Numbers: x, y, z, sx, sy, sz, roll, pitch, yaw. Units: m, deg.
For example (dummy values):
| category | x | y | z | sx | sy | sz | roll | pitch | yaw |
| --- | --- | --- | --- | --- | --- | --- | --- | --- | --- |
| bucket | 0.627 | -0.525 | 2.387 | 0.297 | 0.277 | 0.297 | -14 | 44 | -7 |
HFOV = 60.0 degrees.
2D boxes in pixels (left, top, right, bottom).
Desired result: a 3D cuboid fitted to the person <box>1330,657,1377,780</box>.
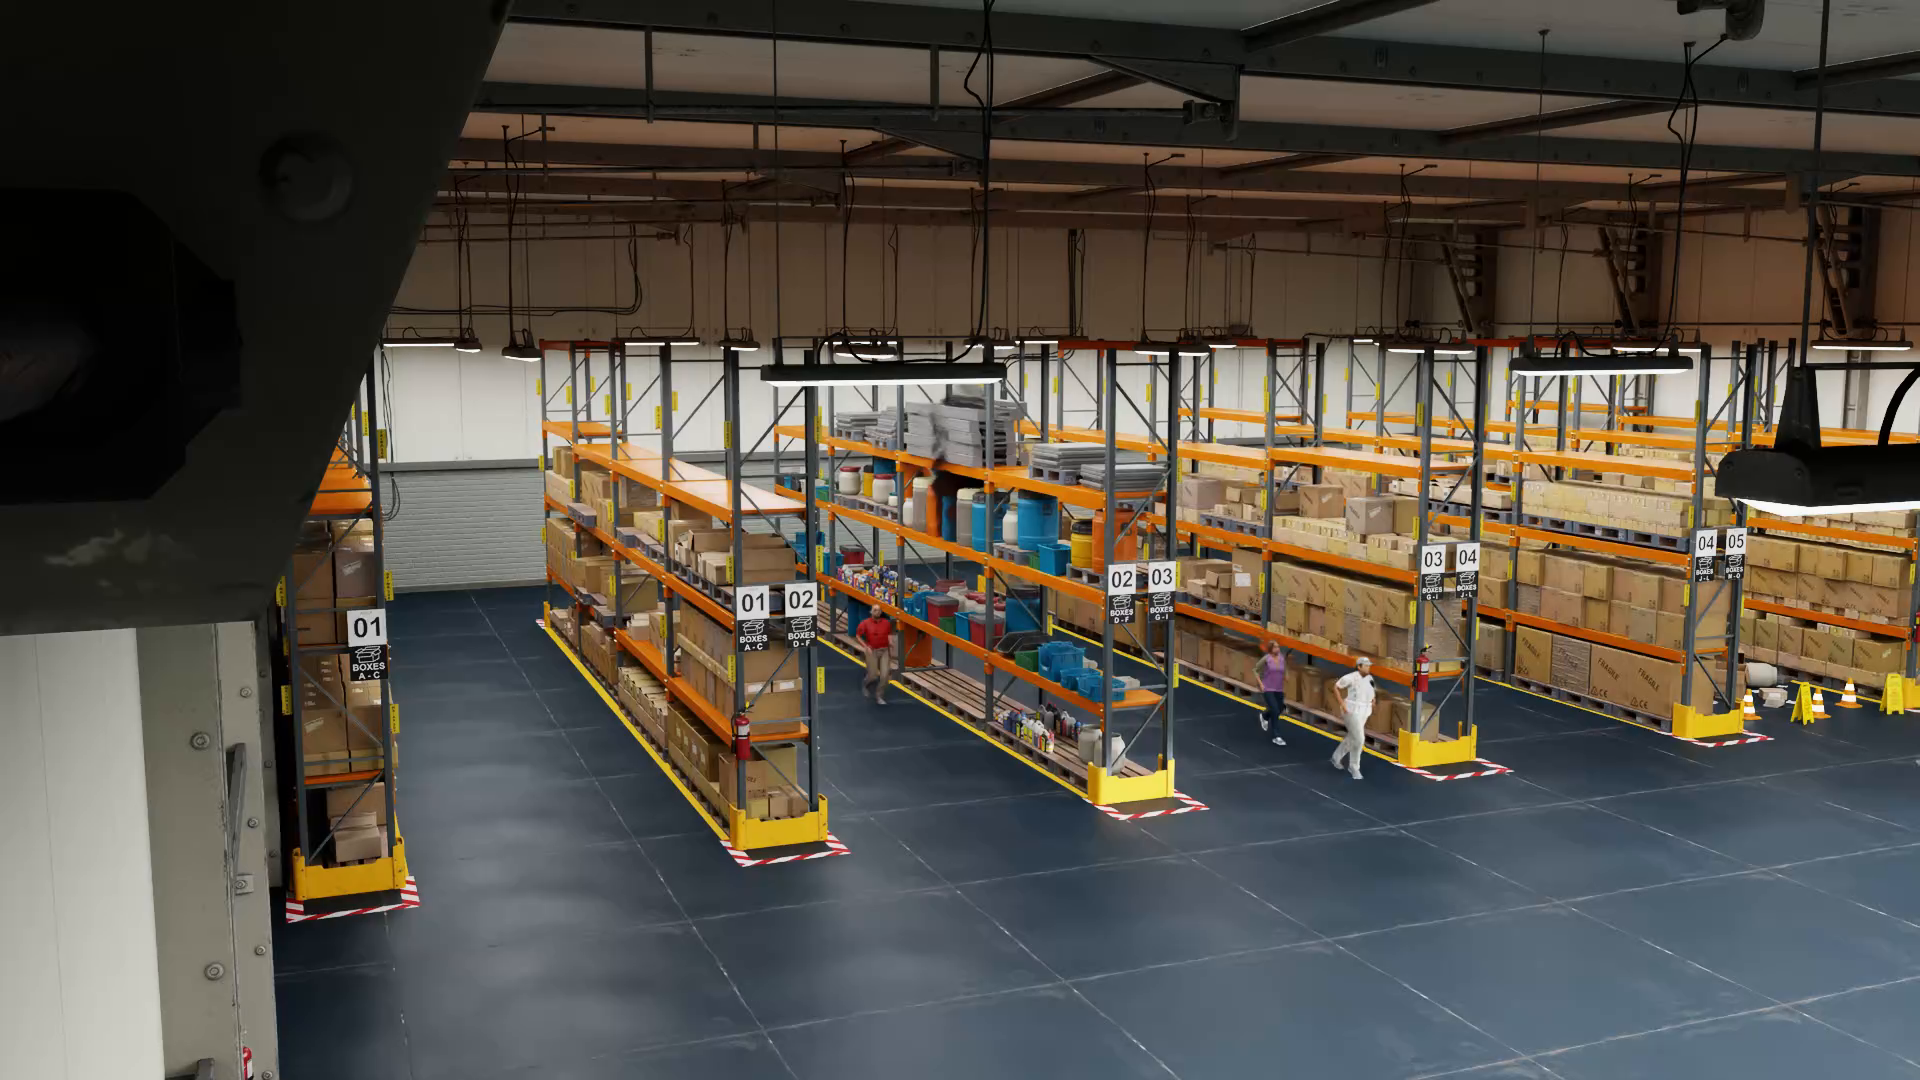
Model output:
| category | x | y | z | sx | sy | sz | roll | pitch | yaw |
| --- | --- | --- | --- | --- | --- | --- | --- | --- | --- |
| person | 5.603 | 2.487 | 23.500 | 0.596 | 1.704 | 0.699 | -5 | 9 | -36 |

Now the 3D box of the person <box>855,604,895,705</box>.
| category | x | y | z | sx | sy | sz | roll | pitch | yaw |
| --- | --- | --- | --- | --- | --- | --- | --- | --- | --- |
| person | -1.391 | 1.898 | 27.737 | 0.660 | 1.674 | 0.626 | -3 | 8 | -25 |

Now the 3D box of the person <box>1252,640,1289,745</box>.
| category | x | y | z | sx | sy | sz | roll | pitch | yaw |
| --- | --- | --- | --- | --- | --- | --- | --- | --- | --- |
| person | 4.718 | 2.276 | 25.230 | 0.538 | 1.566 | 0.736 | -3 | 8 | -20 |
